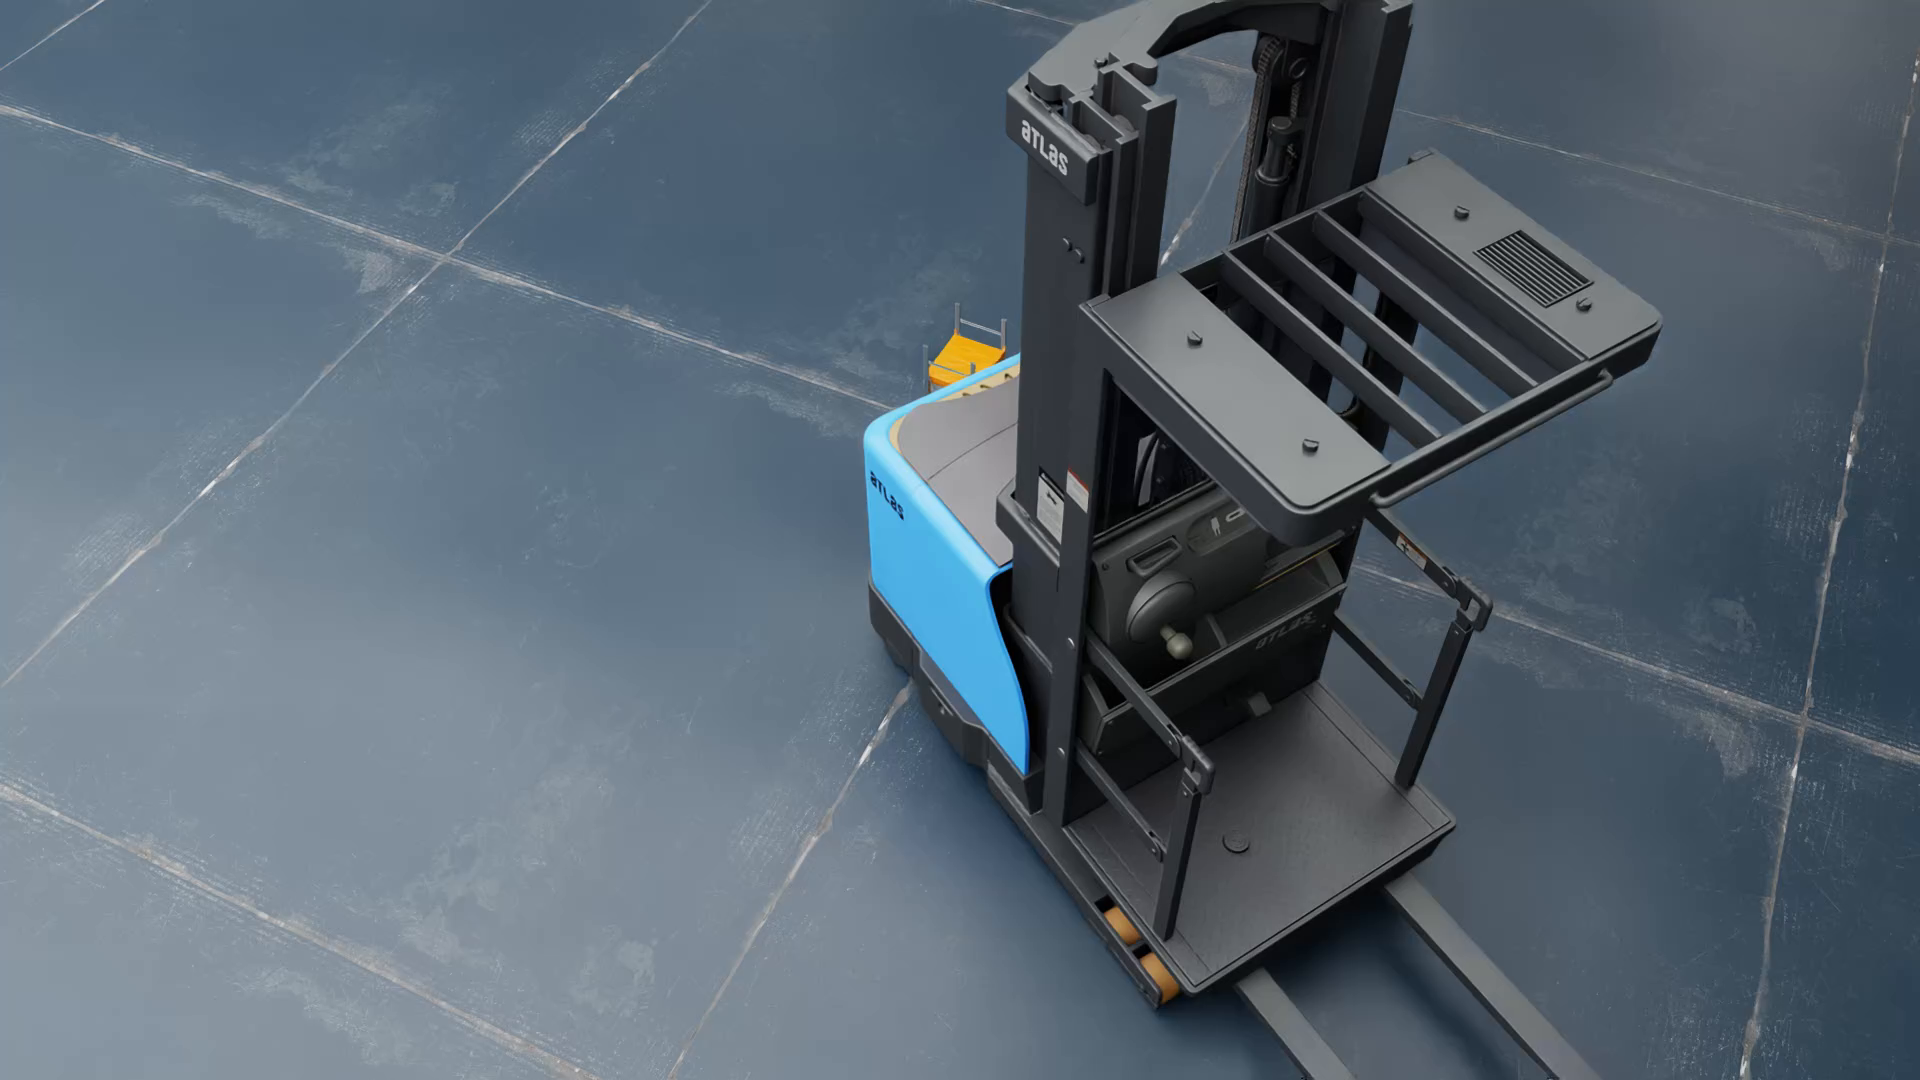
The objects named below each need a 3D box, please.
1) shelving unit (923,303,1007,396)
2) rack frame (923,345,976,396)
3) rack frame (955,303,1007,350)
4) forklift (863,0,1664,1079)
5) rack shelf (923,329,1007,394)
[{"bbox_3d":[0.018,-0.383,6.201,0.215,1.050,0.252,21,53,17],"label":"shelving unit"},{"bbox_3d":[-0.037,-0.300,6.131,0.200,1.050,0.008,21,53,17],"label":"rack frame"},{"bbox_3d":[0.073,-0.466,6.272,0.200,1.050,0.008,21,53,17],"label":"rack frame"},{"bbox_3d":[0.888,0.107,4.550,1.130,2.935,3.031,-26,54,-21],"label":"forklift"},{"bbox_3d":[0.018,-0.560,5.993,0.215,0.259,0.240,21,53,17],"label":"rack shelf"}]
